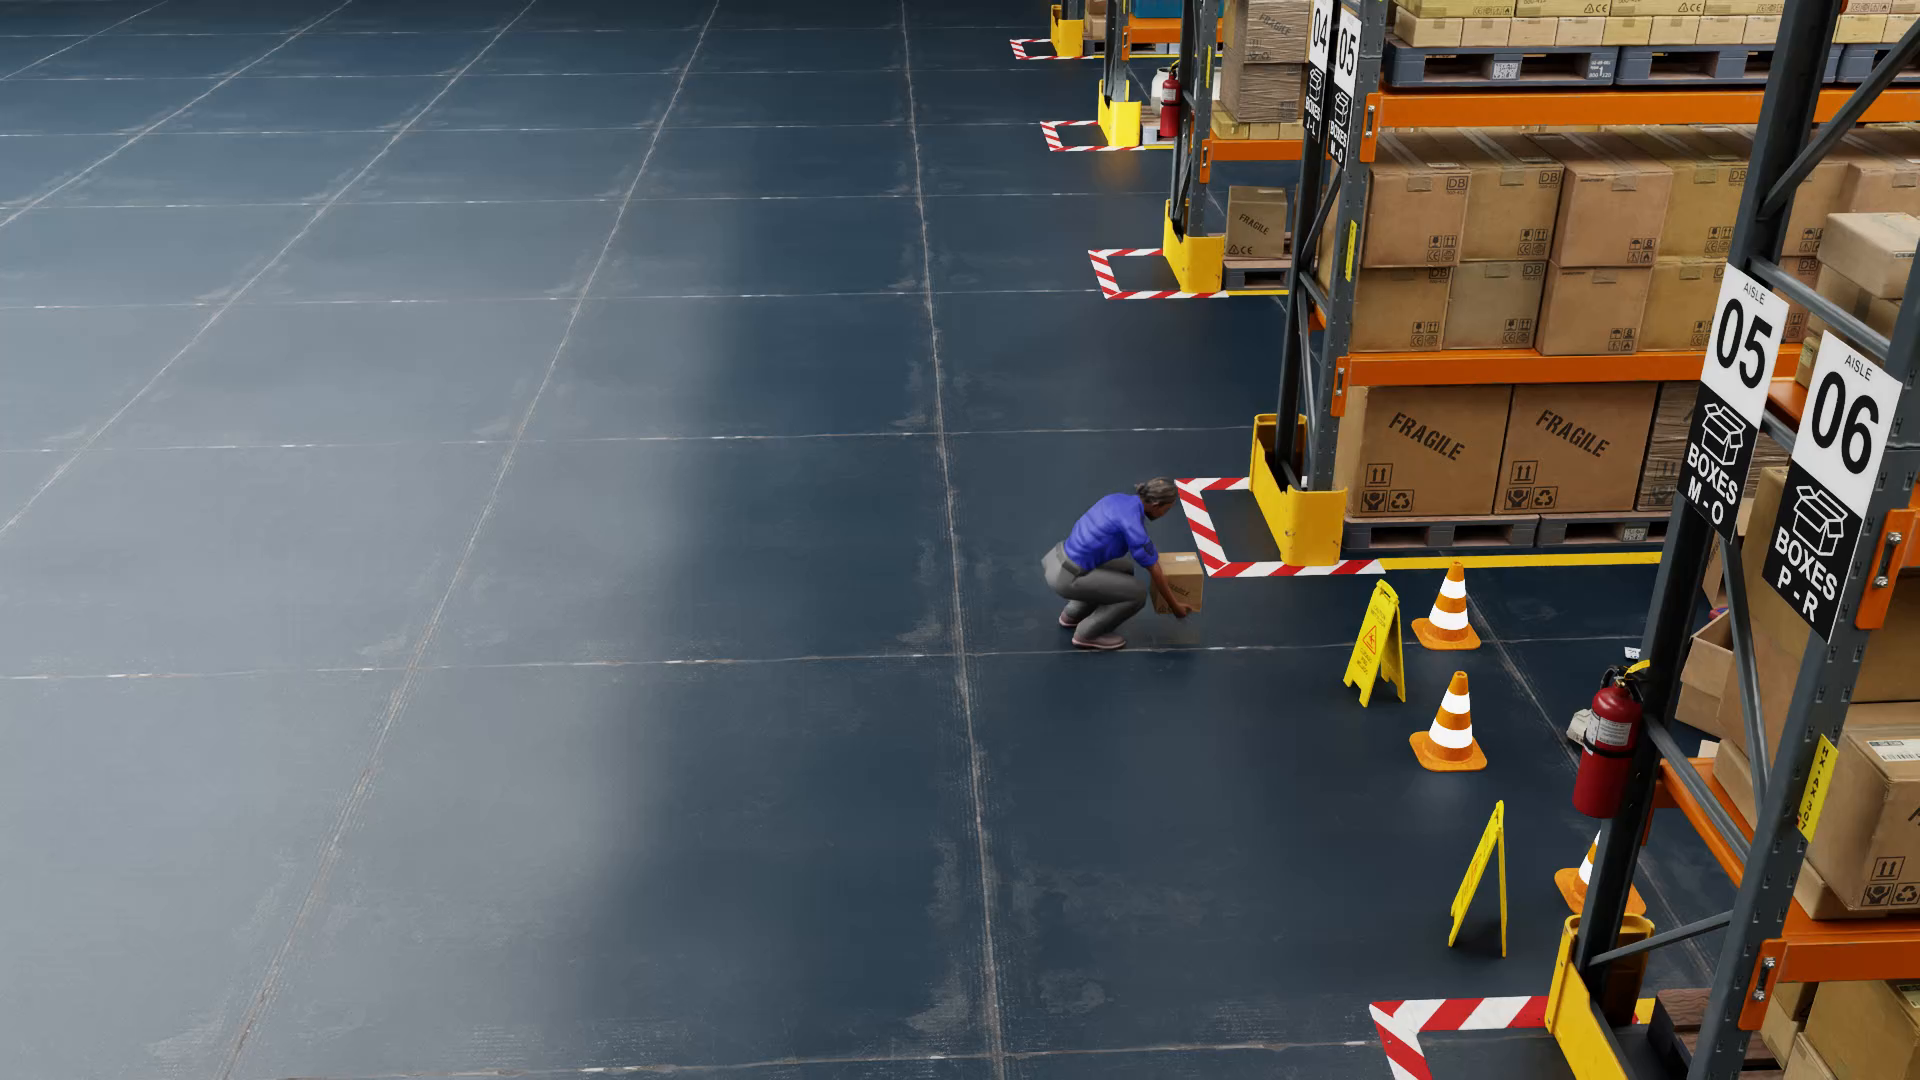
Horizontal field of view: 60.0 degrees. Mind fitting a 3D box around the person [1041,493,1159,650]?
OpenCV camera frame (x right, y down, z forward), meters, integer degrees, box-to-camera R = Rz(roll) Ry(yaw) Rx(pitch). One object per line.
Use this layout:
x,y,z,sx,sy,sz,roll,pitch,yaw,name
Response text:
0.762,0.162,9.200,0.618,0.855,0.455,-2,28,-4,person
